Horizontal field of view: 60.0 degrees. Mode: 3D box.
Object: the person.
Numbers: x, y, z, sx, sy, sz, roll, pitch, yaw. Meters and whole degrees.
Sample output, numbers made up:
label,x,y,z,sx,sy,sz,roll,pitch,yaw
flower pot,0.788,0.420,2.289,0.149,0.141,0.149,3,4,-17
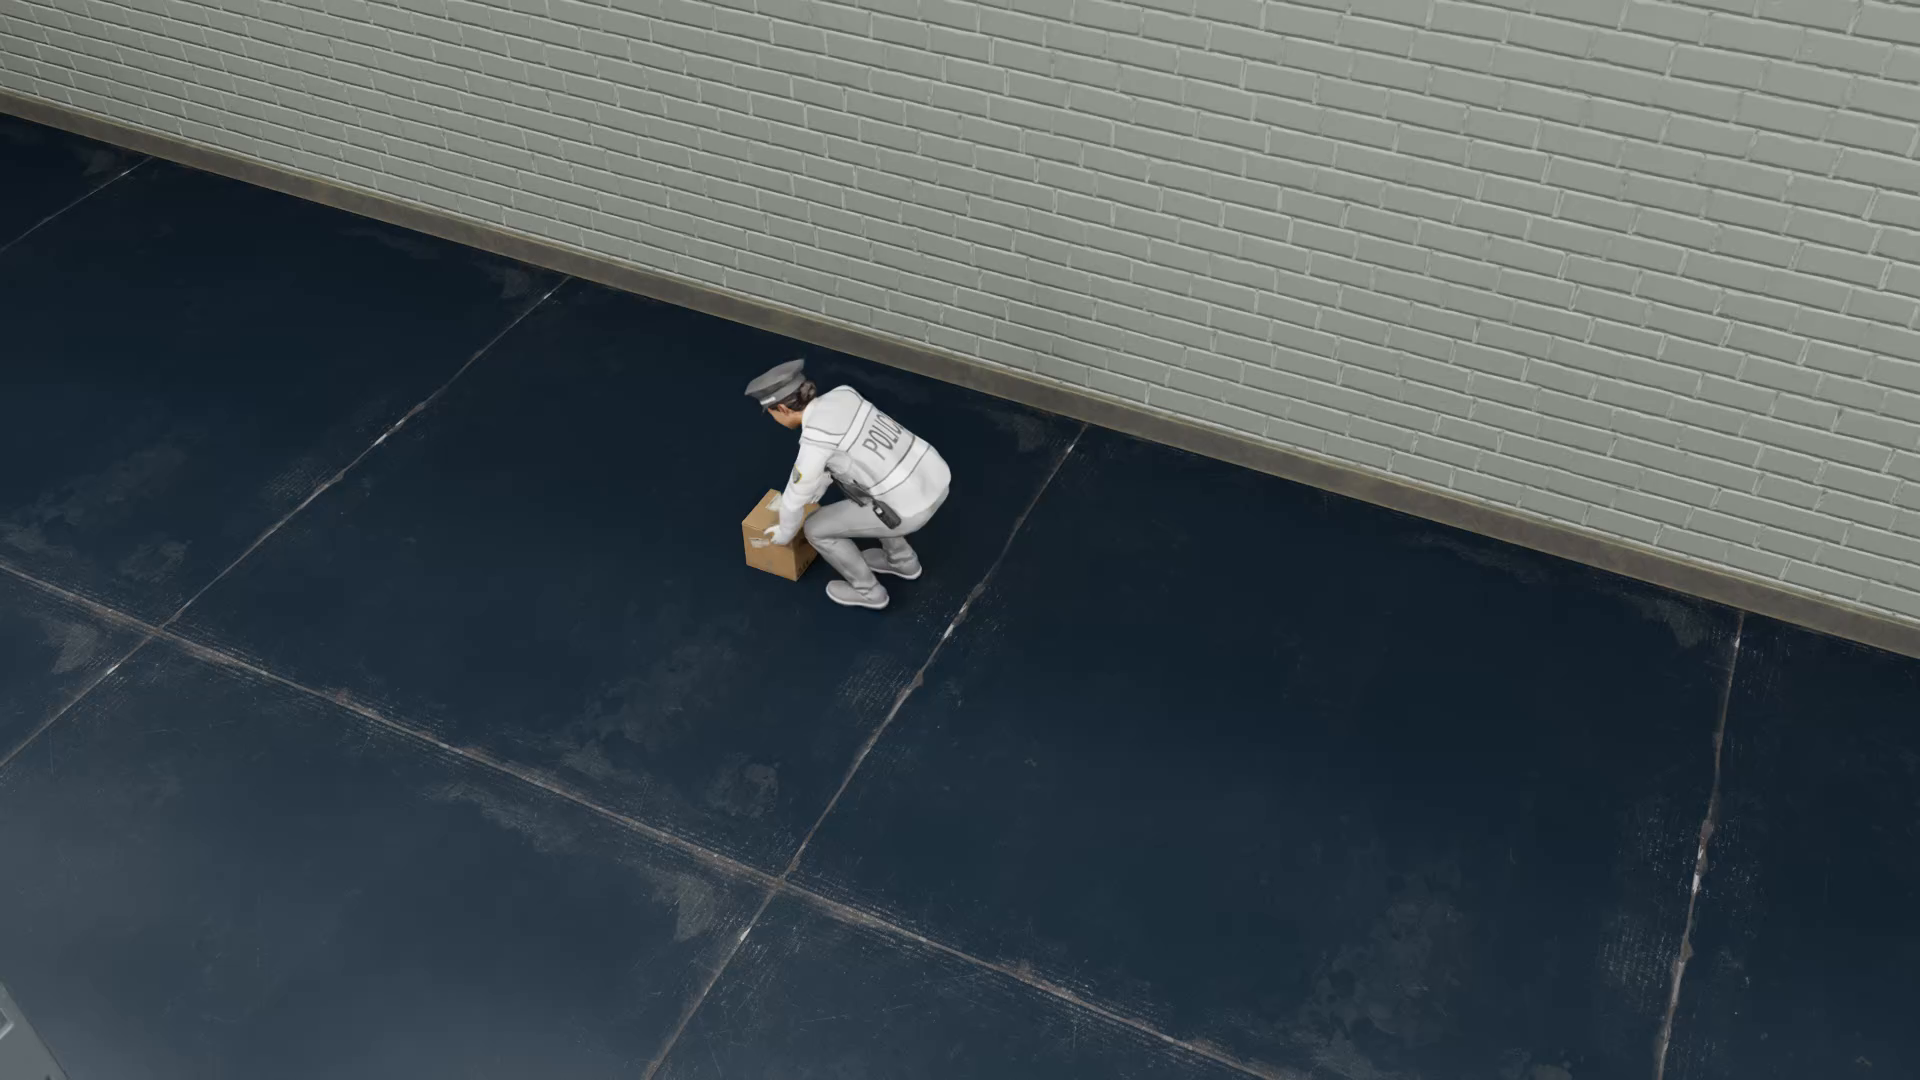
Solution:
label,x,y,z,sx,sy,sz,roll,pitch,yaw
person,-0.459,-0.215,6.820,0.819,1.101,0.510,17,45,18
